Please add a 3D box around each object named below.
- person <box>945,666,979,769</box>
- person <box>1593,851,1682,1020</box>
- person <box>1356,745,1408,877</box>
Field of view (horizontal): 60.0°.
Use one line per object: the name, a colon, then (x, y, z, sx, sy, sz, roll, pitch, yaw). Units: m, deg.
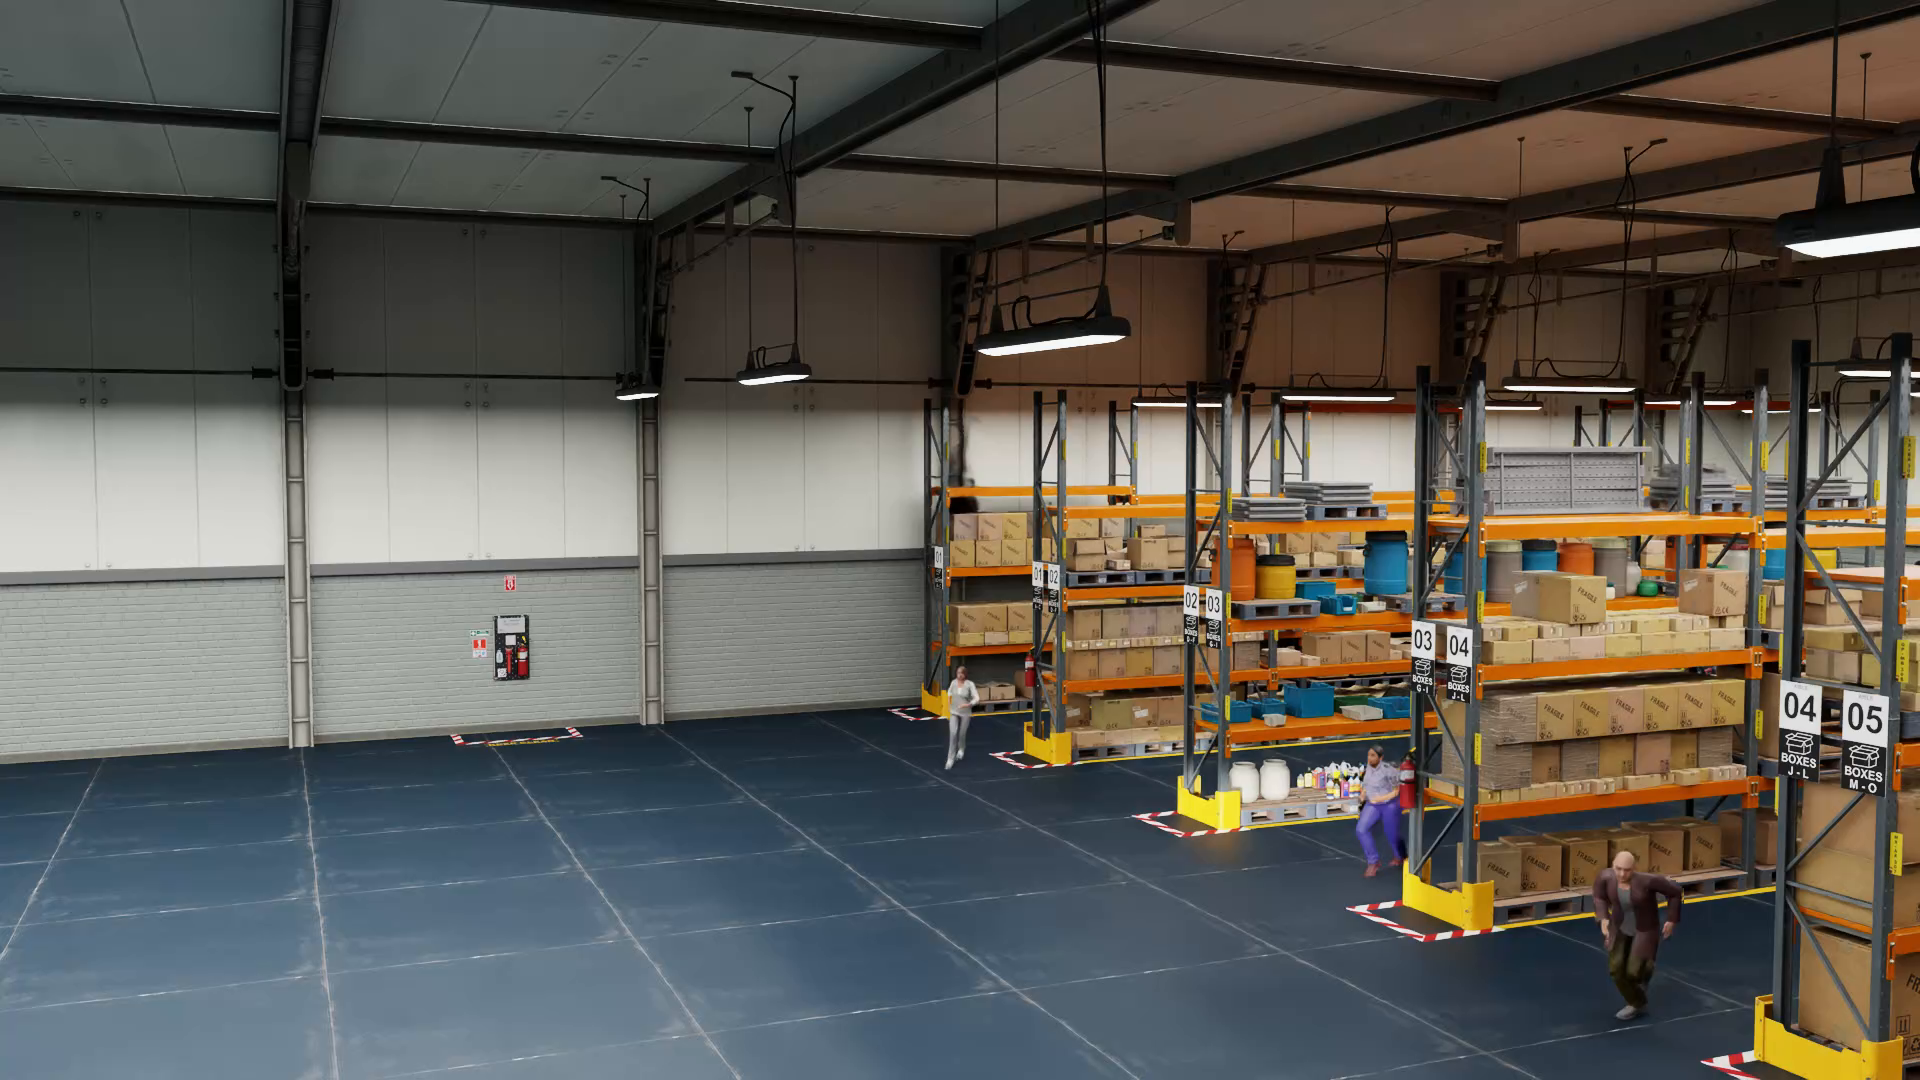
person: (0.057, 2.804, 26.574, 0.542, 1.625, 0.750, 1, 3, 10)
person: (6.034, 3.507, 14.809, 0.732, 1.590, 0.889, 3, 4, 39)
person: (5.159, 3.320, 19.940, 0.820, 1.439, 0.629, -2, 4, -34)
